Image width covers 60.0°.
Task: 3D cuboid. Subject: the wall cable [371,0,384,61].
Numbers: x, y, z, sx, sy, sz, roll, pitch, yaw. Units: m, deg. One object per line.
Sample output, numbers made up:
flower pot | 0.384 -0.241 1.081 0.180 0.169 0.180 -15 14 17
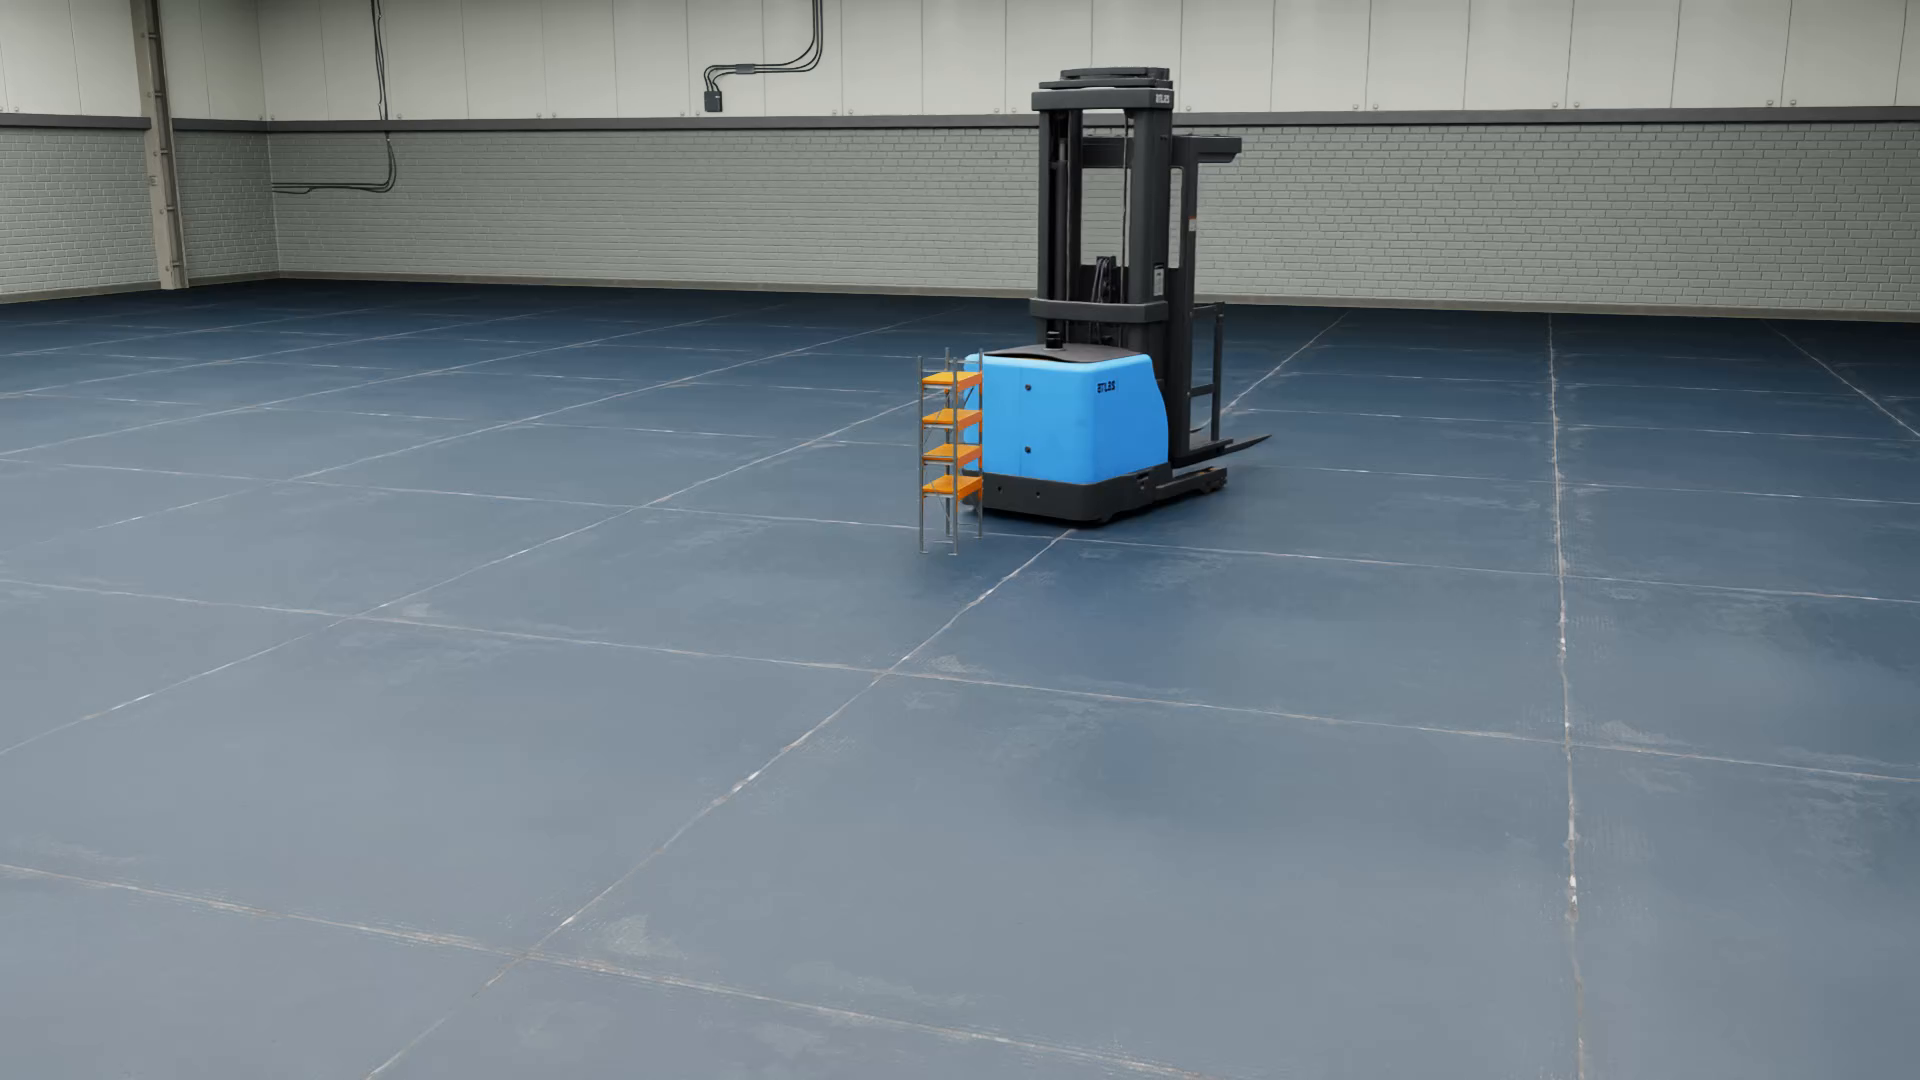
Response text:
wall cable | -9.925 -10.370 31.327 3.097 2.526 0.112 4 14 18

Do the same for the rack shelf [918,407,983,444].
rack shelf | -0.054 -0.703 10.167 0.258 0.148 0.480 4 14 18

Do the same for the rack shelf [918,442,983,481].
rack shelf | -0.054 -0.485 10.217 0.258 0.148 0.480 4 14 18

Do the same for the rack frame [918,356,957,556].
rack frame | -0.132 -0.499 9.977 0.240 1.200 0.015 4 14 18

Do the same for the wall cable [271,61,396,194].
wall cable | -12.485 -8.103 32.743 3.097 2.526 0.112 4 14 18

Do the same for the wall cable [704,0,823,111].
wall cable | -3.507 -10.588 29.010 2.305 6.003 0.169 4 14 18

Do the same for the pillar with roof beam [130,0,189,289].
pillar with roof beam | -10.616 -8.781 28.739 9.100 9.000 0.400 4 14 18

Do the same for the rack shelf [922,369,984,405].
rack shelf | -0.054 -0.933 10.114 0.258 0.148 0.480 4 14 18

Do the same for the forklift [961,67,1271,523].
forklift | 1.286 -1.812 11.839 1.130 2.935 3.031 9 16 35

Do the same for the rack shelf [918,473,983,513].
rack shelf | -0.054 -0.291 10.261 0.258 0.148 0.480 4 14 18

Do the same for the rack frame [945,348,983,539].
rack frame | 0.025 -0.601 10.427 0.240 1.200 0.015 4 14 18

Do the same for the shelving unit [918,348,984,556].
shelving unit | -0.054 -0.550 10.202 0.258 1.200 0.503 4 14 18
